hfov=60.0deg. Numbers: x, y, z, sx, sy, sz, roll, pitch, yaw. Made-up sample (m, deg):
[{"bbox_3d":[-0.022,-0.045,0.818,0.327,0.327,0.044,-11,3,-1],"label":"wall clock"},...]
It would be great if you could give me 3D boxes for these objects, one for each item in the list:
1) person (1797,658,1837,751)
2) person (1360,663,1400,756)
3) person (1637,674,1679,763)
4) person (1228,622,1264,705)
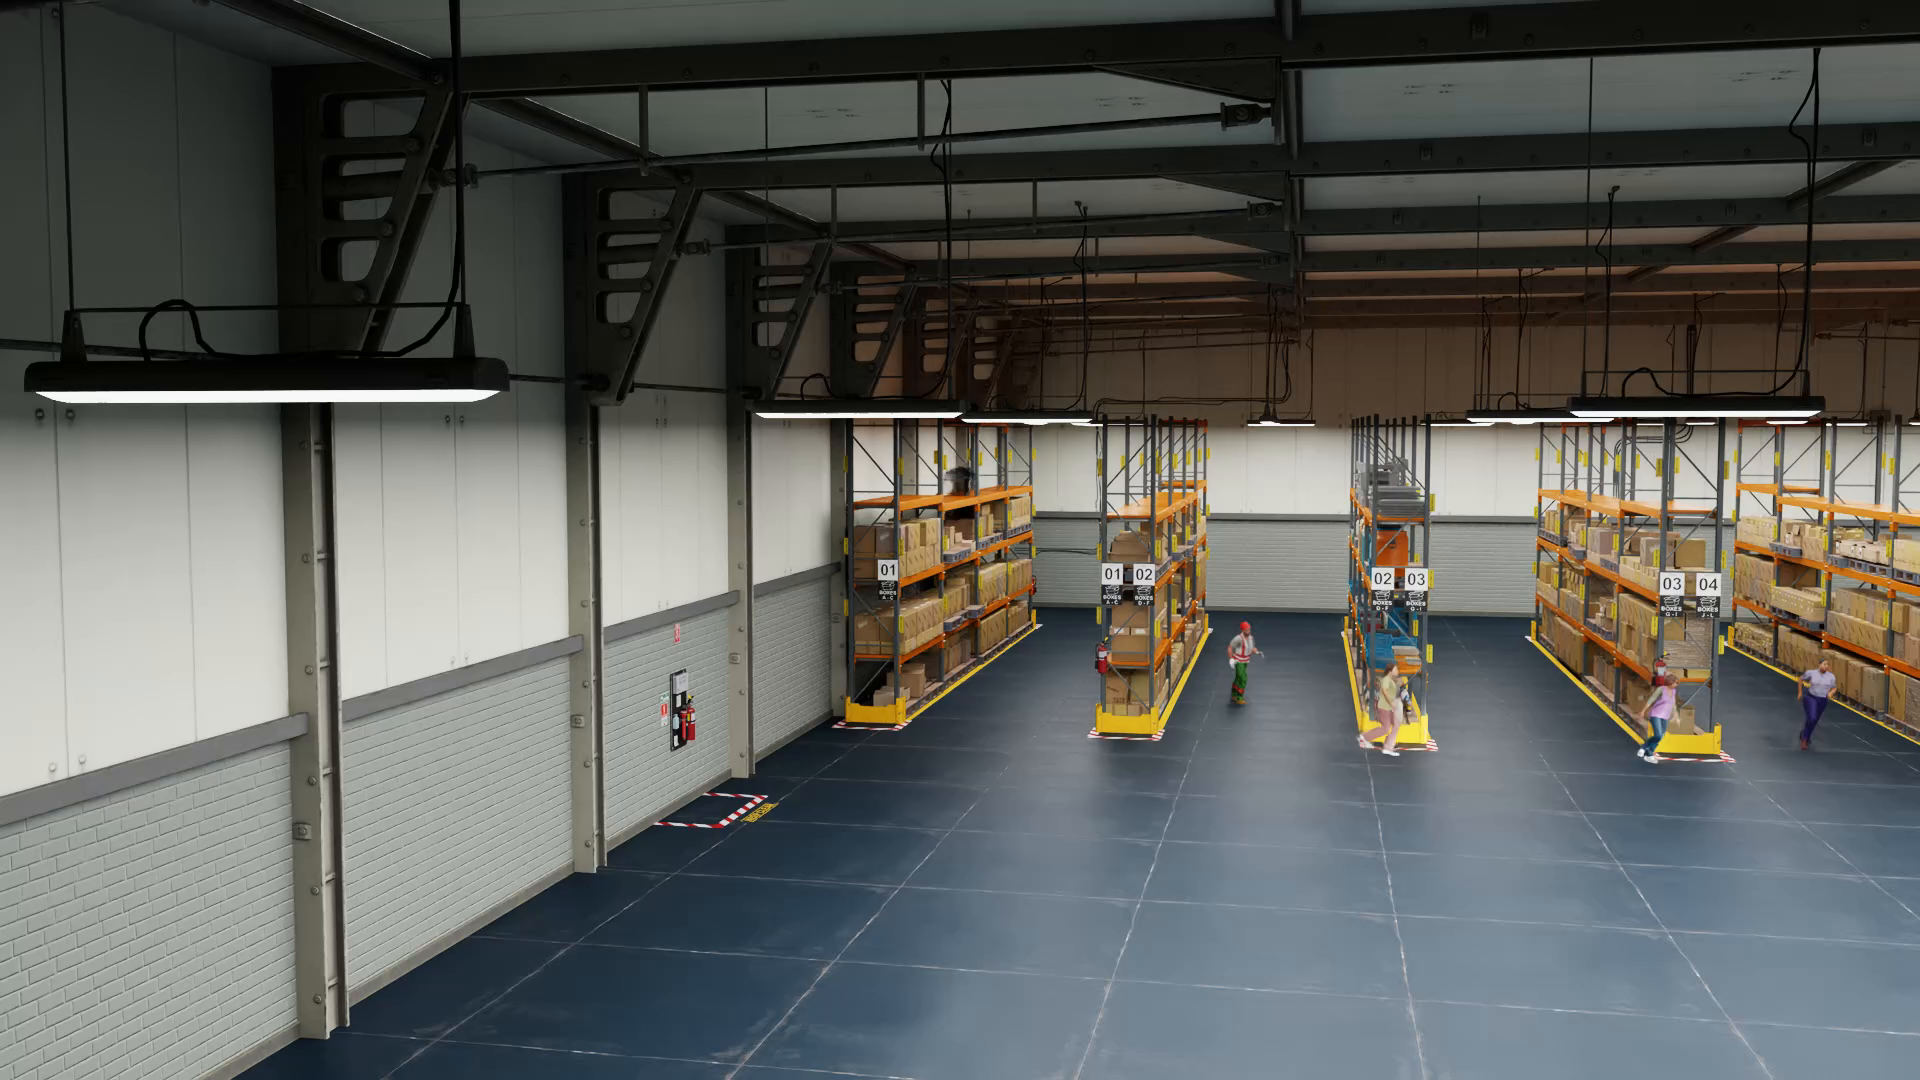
[{"bbox_3d":[15.330,2.915,29.849,0.685,1.627,0.804,0,4,3],"label":"person"},{"bbox_3d":[7.395,2.969,29.279,0.706,1.647,0.582,2,4,26],"label":"person"},{"bbox_3d":[11.990,3.066,28.530,0.571,1.557,0.553,-2,4,-28],"label":"person"},{"bbox_3d":[5.931,2.558,34.724,0.825,1.730,0.724,4,5,43],"label":"person"}]
